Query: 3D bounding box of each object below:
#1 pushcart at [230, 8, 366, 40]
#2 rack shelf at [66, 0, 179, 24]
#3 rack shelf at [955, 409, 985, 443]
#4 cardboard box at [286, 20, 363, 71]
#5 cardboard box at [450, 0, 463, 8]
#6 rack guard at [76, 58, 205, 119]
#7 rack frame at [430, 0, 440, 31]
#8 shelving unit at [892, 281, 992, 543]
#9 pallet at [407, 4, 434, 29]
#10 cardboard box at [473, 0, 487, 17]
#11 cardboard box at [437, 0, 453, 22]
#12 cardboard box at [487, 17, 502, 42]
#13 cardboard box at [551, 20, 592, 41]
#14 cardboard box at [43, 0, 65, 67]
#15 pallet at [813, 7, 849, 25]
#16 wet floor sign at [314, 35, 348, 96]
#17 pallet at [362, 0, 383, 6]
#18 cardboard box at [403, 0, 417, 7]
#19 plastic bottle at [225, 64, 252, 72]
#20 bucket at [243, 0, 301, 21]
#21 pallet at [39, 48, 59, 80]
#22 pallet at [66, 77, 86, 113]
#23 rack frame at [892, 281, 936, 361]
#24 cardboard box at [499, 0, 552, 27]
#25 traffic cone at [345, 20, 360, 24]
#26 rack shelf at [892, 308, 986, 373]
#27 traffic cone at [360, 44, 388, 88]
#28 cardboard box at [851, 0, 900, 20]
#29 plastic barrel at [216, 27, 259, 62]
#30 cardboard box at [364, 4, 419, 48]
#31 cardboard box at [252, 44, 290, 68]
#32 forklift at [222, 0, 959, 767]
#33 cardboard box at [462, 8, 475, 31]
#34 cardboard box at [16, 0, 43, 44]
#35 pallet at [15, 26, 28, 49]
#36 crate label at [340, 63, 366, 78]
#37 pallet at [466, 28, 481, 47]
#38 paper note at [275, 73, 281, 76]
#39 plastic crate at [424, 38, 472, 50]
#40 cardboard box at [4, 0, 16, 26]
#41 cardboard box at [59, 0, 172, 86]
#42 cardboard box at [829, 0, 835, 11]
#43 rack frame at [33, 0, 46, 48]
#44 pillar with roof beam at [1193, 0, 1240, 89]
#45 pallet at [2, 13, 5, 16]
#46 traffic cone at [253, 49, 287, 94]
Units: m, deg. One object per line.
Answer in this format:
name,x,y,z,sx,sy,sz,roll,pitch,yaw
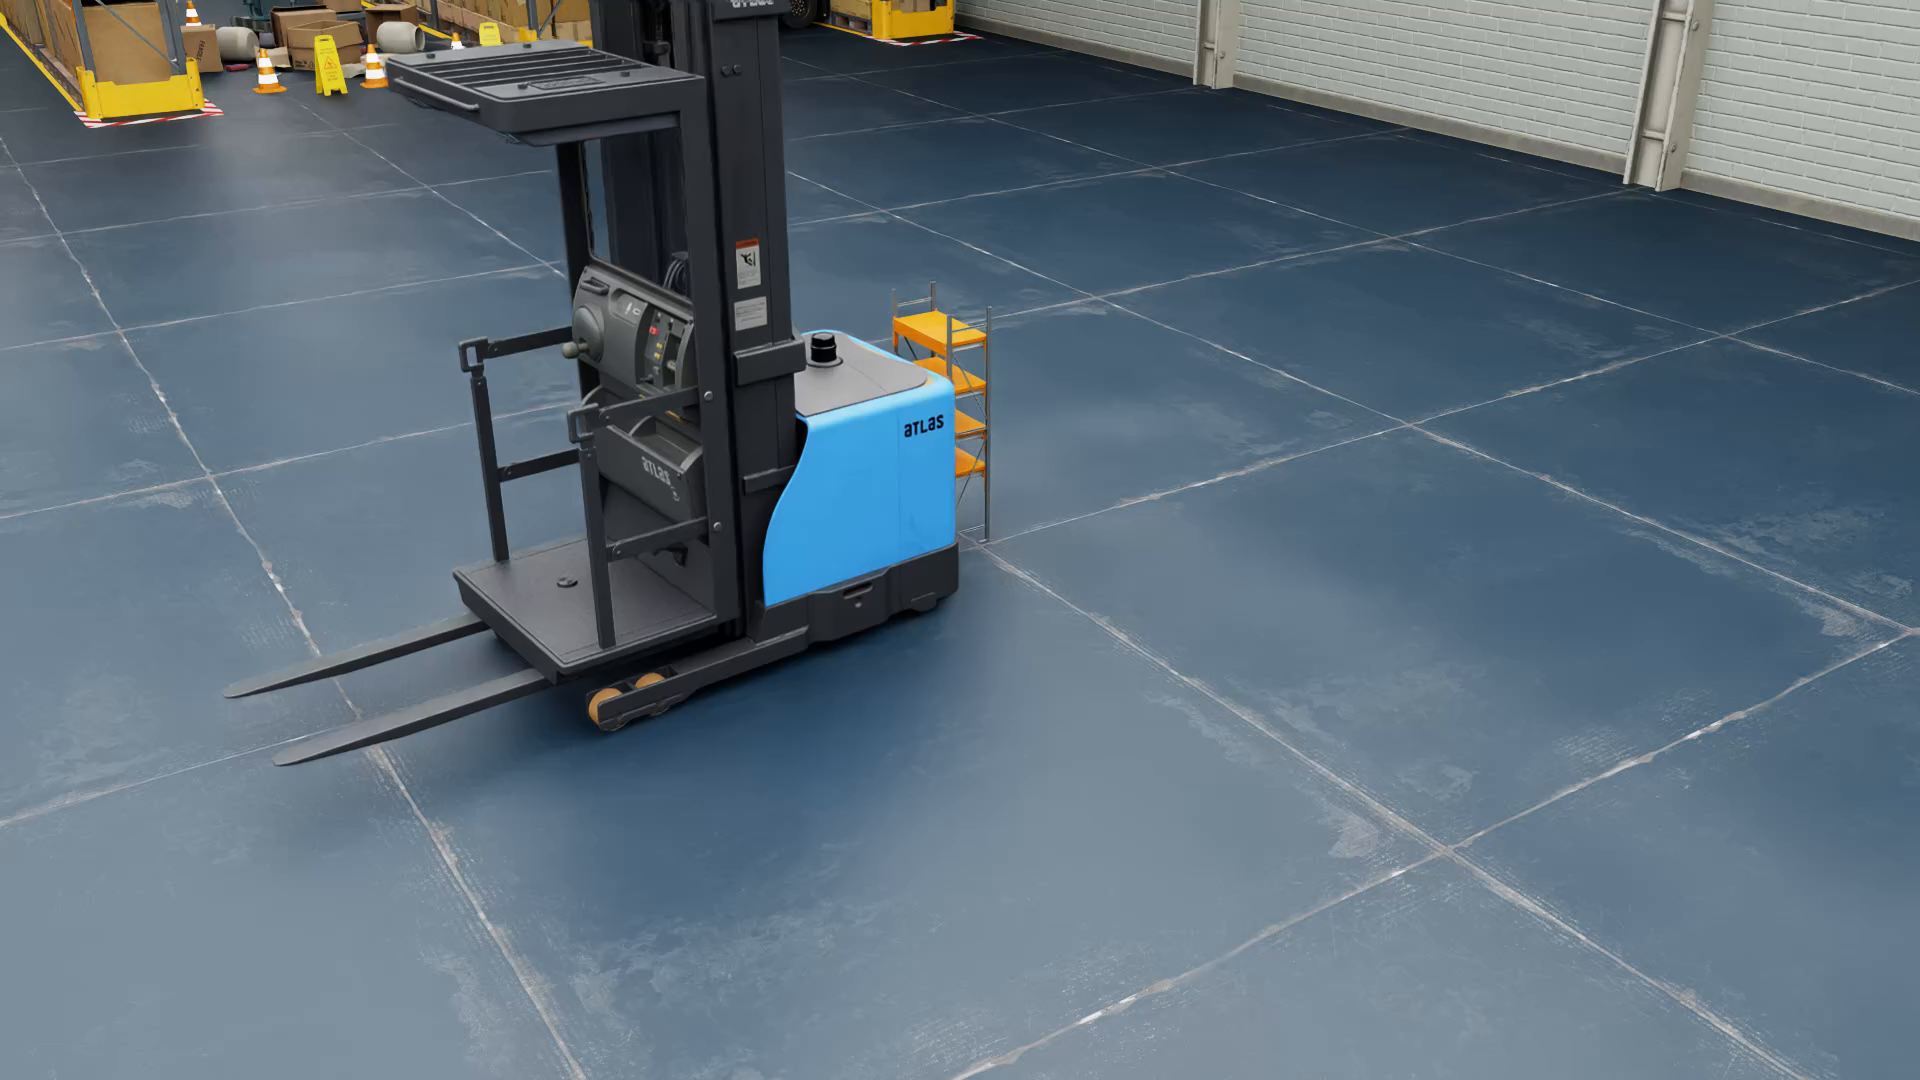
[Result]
pushcart,-8.885,-6.942,22.514,0.936,0.377,1.648,18,31,33
rack shelf,-10.003,-6.447,19.235,1.077,0.370,4.000,-16,29,-30
rack shelf,-0.090,-0.541,8.148,0.258,0.148,0.480,-16,29,-30
cardboard box,-7.899,-6.156,20.701,0.637,0.503,0.797,7,26,15
cardboard box,-6.604,-7.500,22.474,0.500,0.500,0.500,-14,29,-28
rack guard,-8.898,-4.918,18.082,1.175,0.500,0.348,-16,29,-30
rack frame,-7.002,-8.677,23.117,1.000,3.000,0.127,-16,29,-30
shelving unit,-0.090,-0.602,8.119,0.258,1.200,0.503,-16,29,-30
pallet,-7.428,-7.694,24.302,1.003,0.211,1.213,-16,29,-30
cardboard box,-6.032,-7.126,21.682,0.500,0.500,0.500,-16,30,-31
cardboard box,-6.906,-7.350,23.034,0.500,0.250,0.500,-17,30,-32
cardboard box,-5.761,-6.607,21.460,0.500,0.250,0.500,-15,29,-29
cardboard box,-5.027,-6.546,21.332,0.500,0.250,0.500,-16,30,-30
cardboard box,-10.314,-6.154,19.769,0.875,0.875,0.875,-15,29,-29
pallet,-1.776,-7.843,24.617,1.003,0.211,1.213,-16,29,-30
wet floor sign,-7.236,-5.443,19.025,0.267,0.644,0.232,-22,33,-38
pallet,-8.760,-8.567,26.150,1.003,0.211,1.213,-16,29,-30
cardboard box,-7.686,-8.122,24.528,0.950,0.372,0.625,-14,28,-26
plastic bottle,-8.919,-5.846,20.563,0.133,0.061,0.283,18,31,33
bucket,-9.088,-7.183,22.006,0.726,0.611,0.620,-6,16,-12
pallet,-10.745,-5.936,20.578,1.003,0.211,1.213,-16,29,-30
pallet,-9.413,-5.064,18.729,1.003,0.211,1.213,-16,29,-30
rack frame,-0.224,-0.689,8.304,0.240,1.200,0.015,-16,29,-30
cardboard box,-5.474,-6.758,20.902,0.500,0.500,0.500,-15,29,-29
traffic cone,-8.852,-7.647,23.907,0.336,0.463,0.334,-16,29,-30
rack shelf,-0.090,-0.957,7.952,0.258,0.148,0.480,-16,29,-30
traffic cone,-6.879,-5.572,19.512,0.336,0.463,0.334,-16,29,-30
cardboard box,-1.183,-7.446,23.237,0.500,0.250,0.500,-15,29,-29
plastic barrel,-9.190,-6.274,21.045,0.512,0.421,0.421,3,25,6
cardboard box,-7.557,-6.848,22.167,0.500,0.500,0.500,3,25,6
cardboard box,-8.613,-6.066,20.788,0.396,0.266,0.258,-10,27,-21
forklift,-1.479,-0.818,6.550,3.031,2.935,1.130,-18,31,-34
cardboard box,-6.314,-6.972,22.235,0.500,0.250,0.500,-16,30,-30
cardboard box,-11.509,-6.861,21.414,1.050,0.750,0.750,-16,29,-30
pallet,-12.249,-6.922,22.665,1.003,0.211,1.213,-16,29,-30
crate label,-7.360,-5.692,20.146,0.298,0.136,0.250,12,28,24
pallet,-5.936,-6.747,22.296,1.003,0.211,1.213,-16,29,-30
paper note,-8.322,-5.655,20.195,0.144,0.017,0.142,-6,26,-12
plastic crate,-6.832,-6.604,22.146,0.583,0.080,0.402,18,31,33
cardboard box,-12.541,-7.540,22.852,1.050,0.750,0.750,-15,29,-29
cardboard box,-9.336,-5.513,18.412,0.875,0.875,0.875,-15,29,-29
cardboard box,-1.712,-7.807,24.002,0.500,0.250,0.500,-15,29,-29
rack frame,-11.094,-7.487,20.597,1.000,3.000,0.127,-16,29,-30
pillar with roof beam,-0.618,-8.427,15.560,9.100,9.000,0.400,-16,29,-30
pallet,-13.703,-7.937,24.816,1.003,0.211,1.213,-16,29,-30
traffic cone,-8.011,-5.430,19.211,0.336,0.463,0.334,-16,29,-30
